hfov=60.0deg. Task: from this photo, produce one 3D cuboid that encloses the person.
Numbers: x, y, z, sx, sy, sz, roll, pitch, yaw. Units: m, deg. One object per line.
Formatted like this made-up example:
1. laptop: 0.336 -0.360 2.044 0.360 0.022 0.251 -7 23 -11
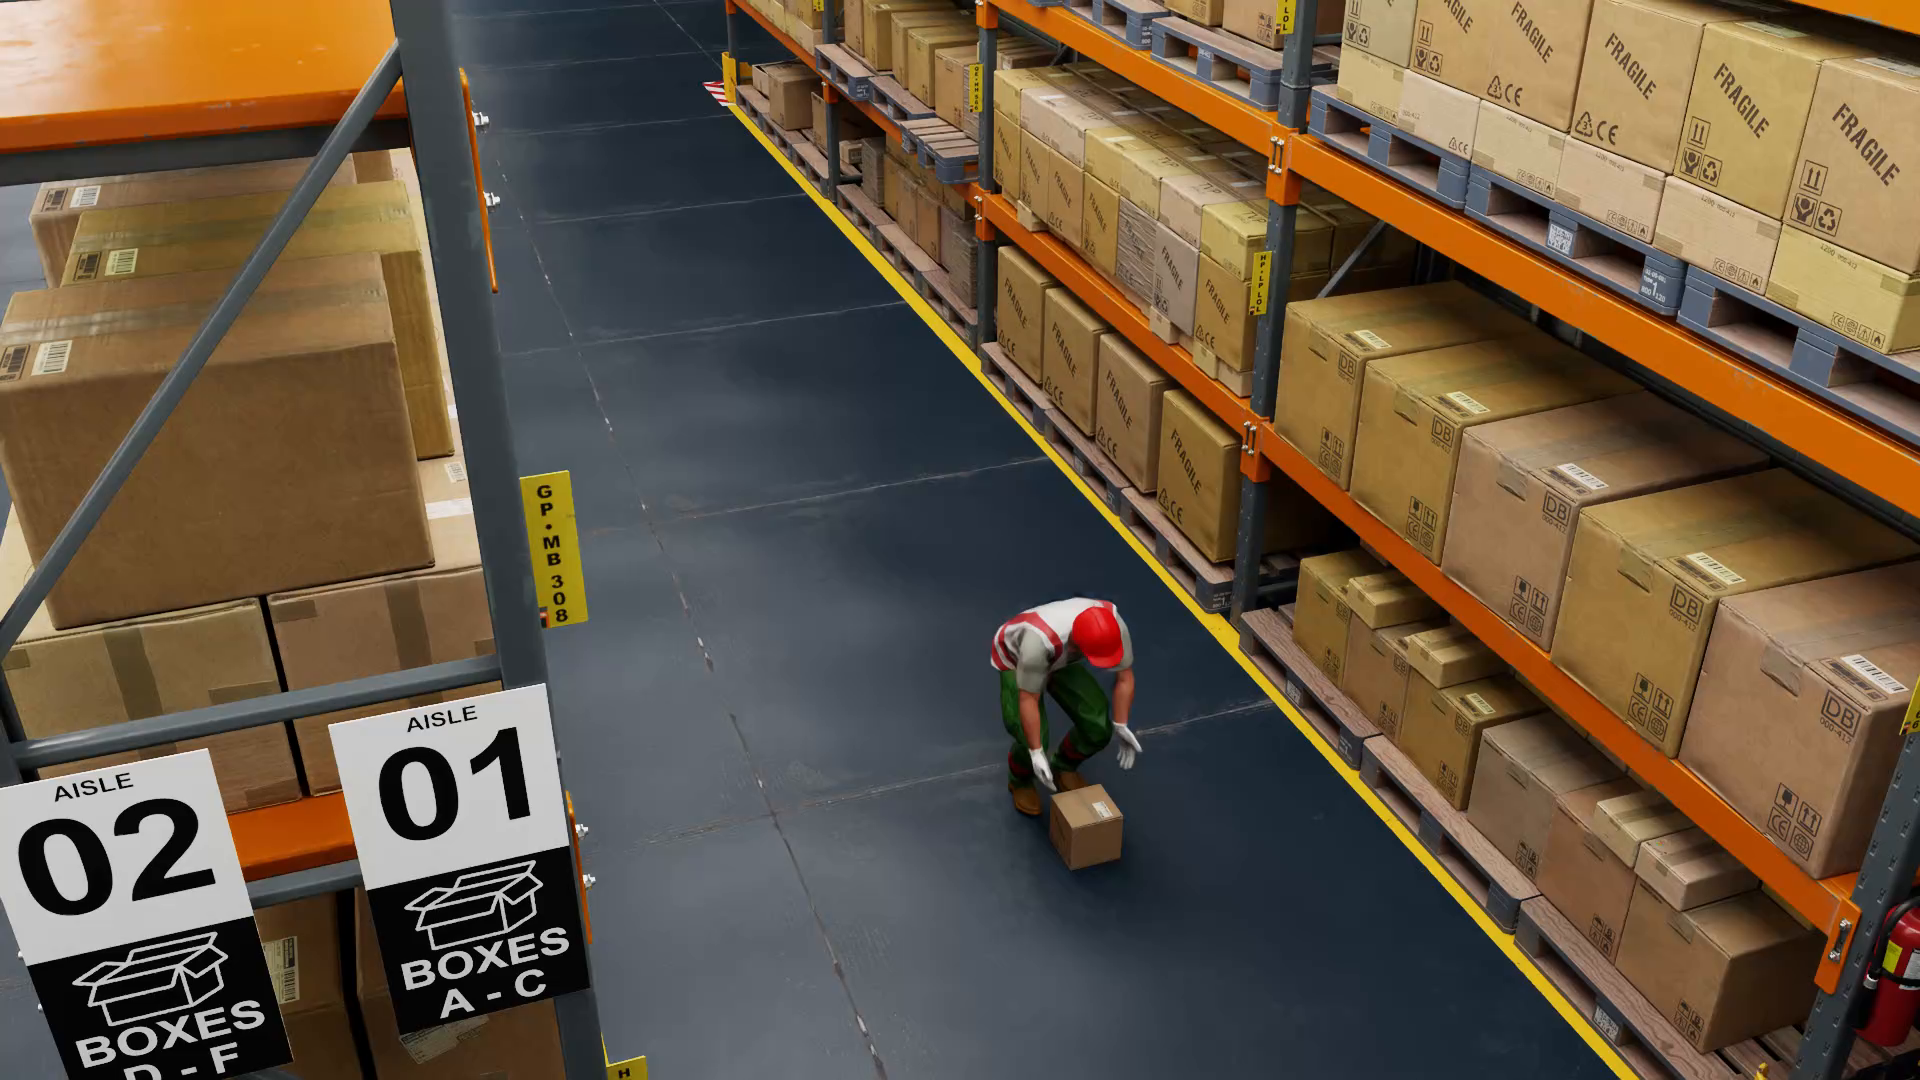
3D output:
1. person: 0.481 0.700 7.658 0.582 1.230 0.837 -10 31 -18
